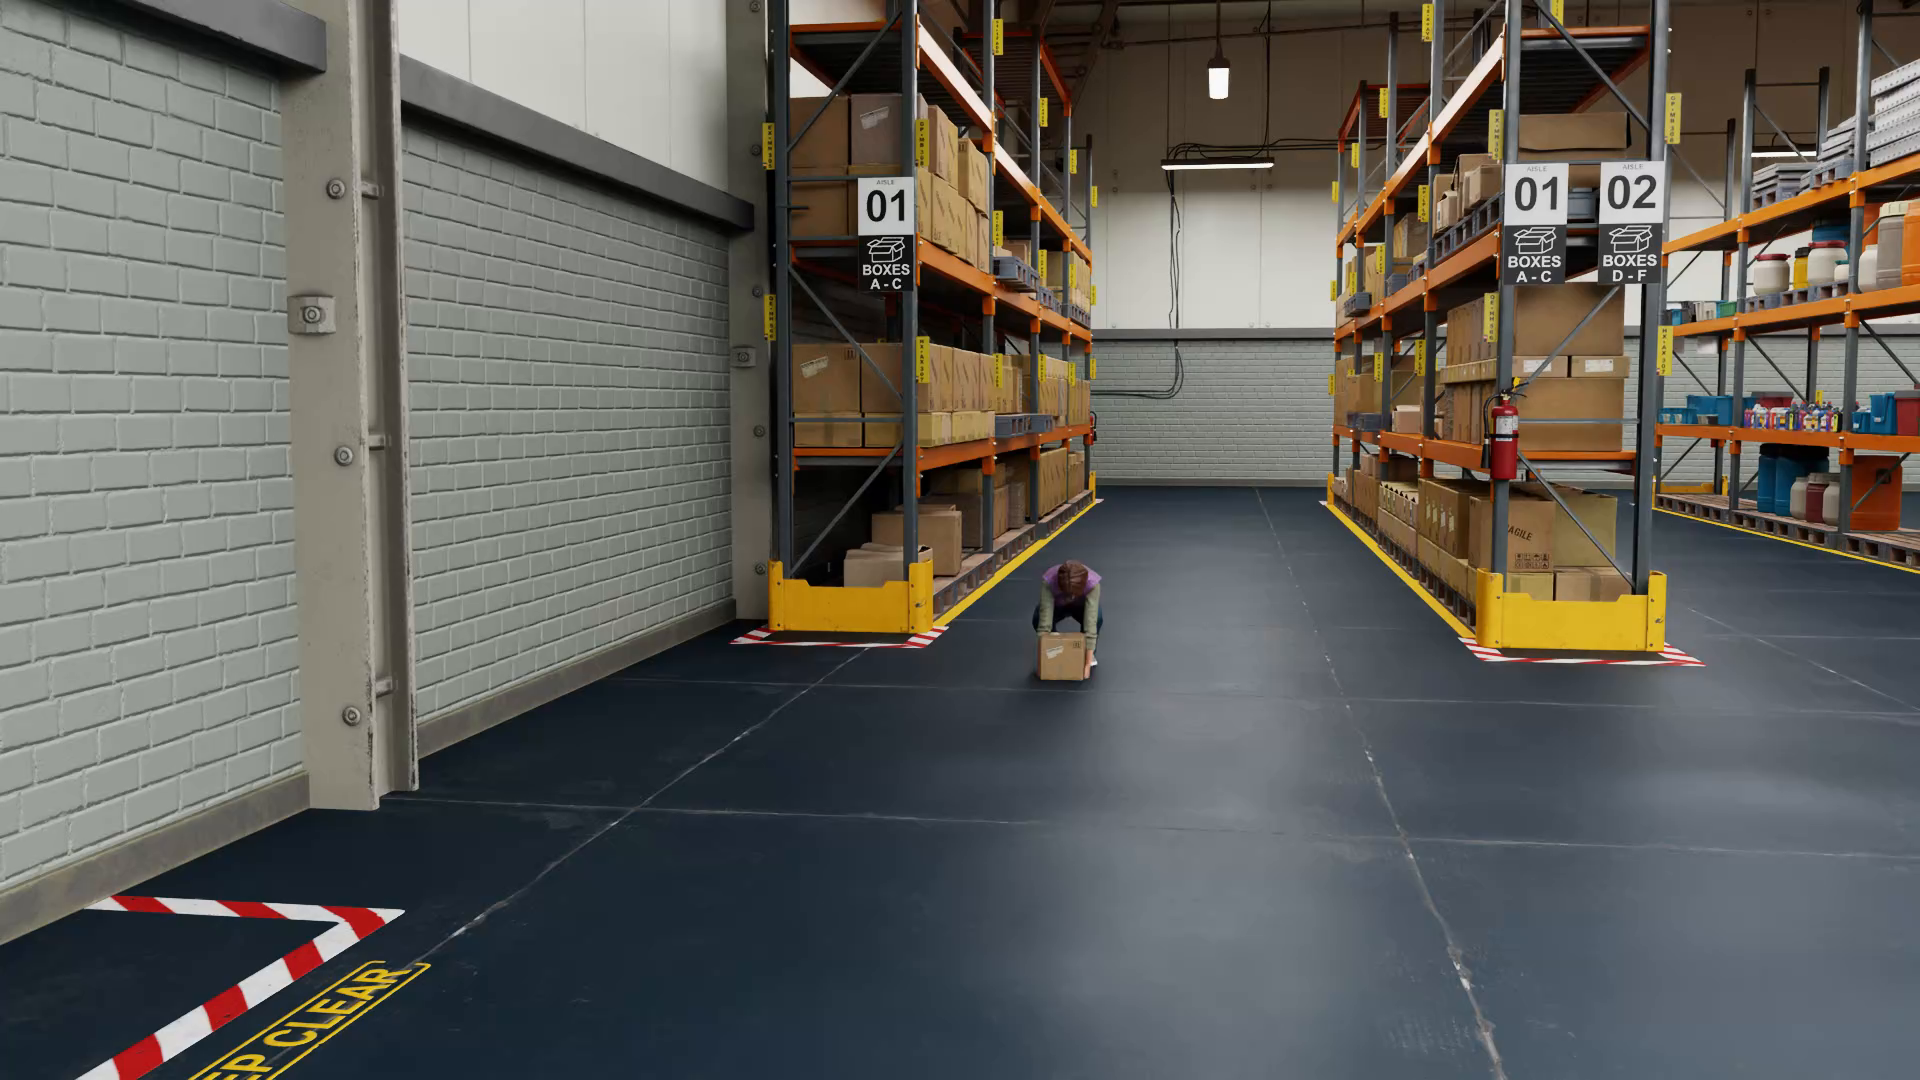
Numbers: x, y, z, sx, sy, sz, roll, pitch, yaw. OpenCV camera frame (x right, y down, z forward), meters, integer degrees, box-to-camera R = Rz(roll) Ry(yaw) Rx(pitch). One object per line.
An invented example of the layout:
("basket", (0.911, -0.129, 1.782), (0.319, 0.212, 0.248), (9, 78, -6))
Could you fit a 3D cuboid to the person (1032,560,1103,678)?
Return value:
("person", (0.665, 0.478, 10.205), (0.431, 0.770, 0.834), (1, 5, 8))
